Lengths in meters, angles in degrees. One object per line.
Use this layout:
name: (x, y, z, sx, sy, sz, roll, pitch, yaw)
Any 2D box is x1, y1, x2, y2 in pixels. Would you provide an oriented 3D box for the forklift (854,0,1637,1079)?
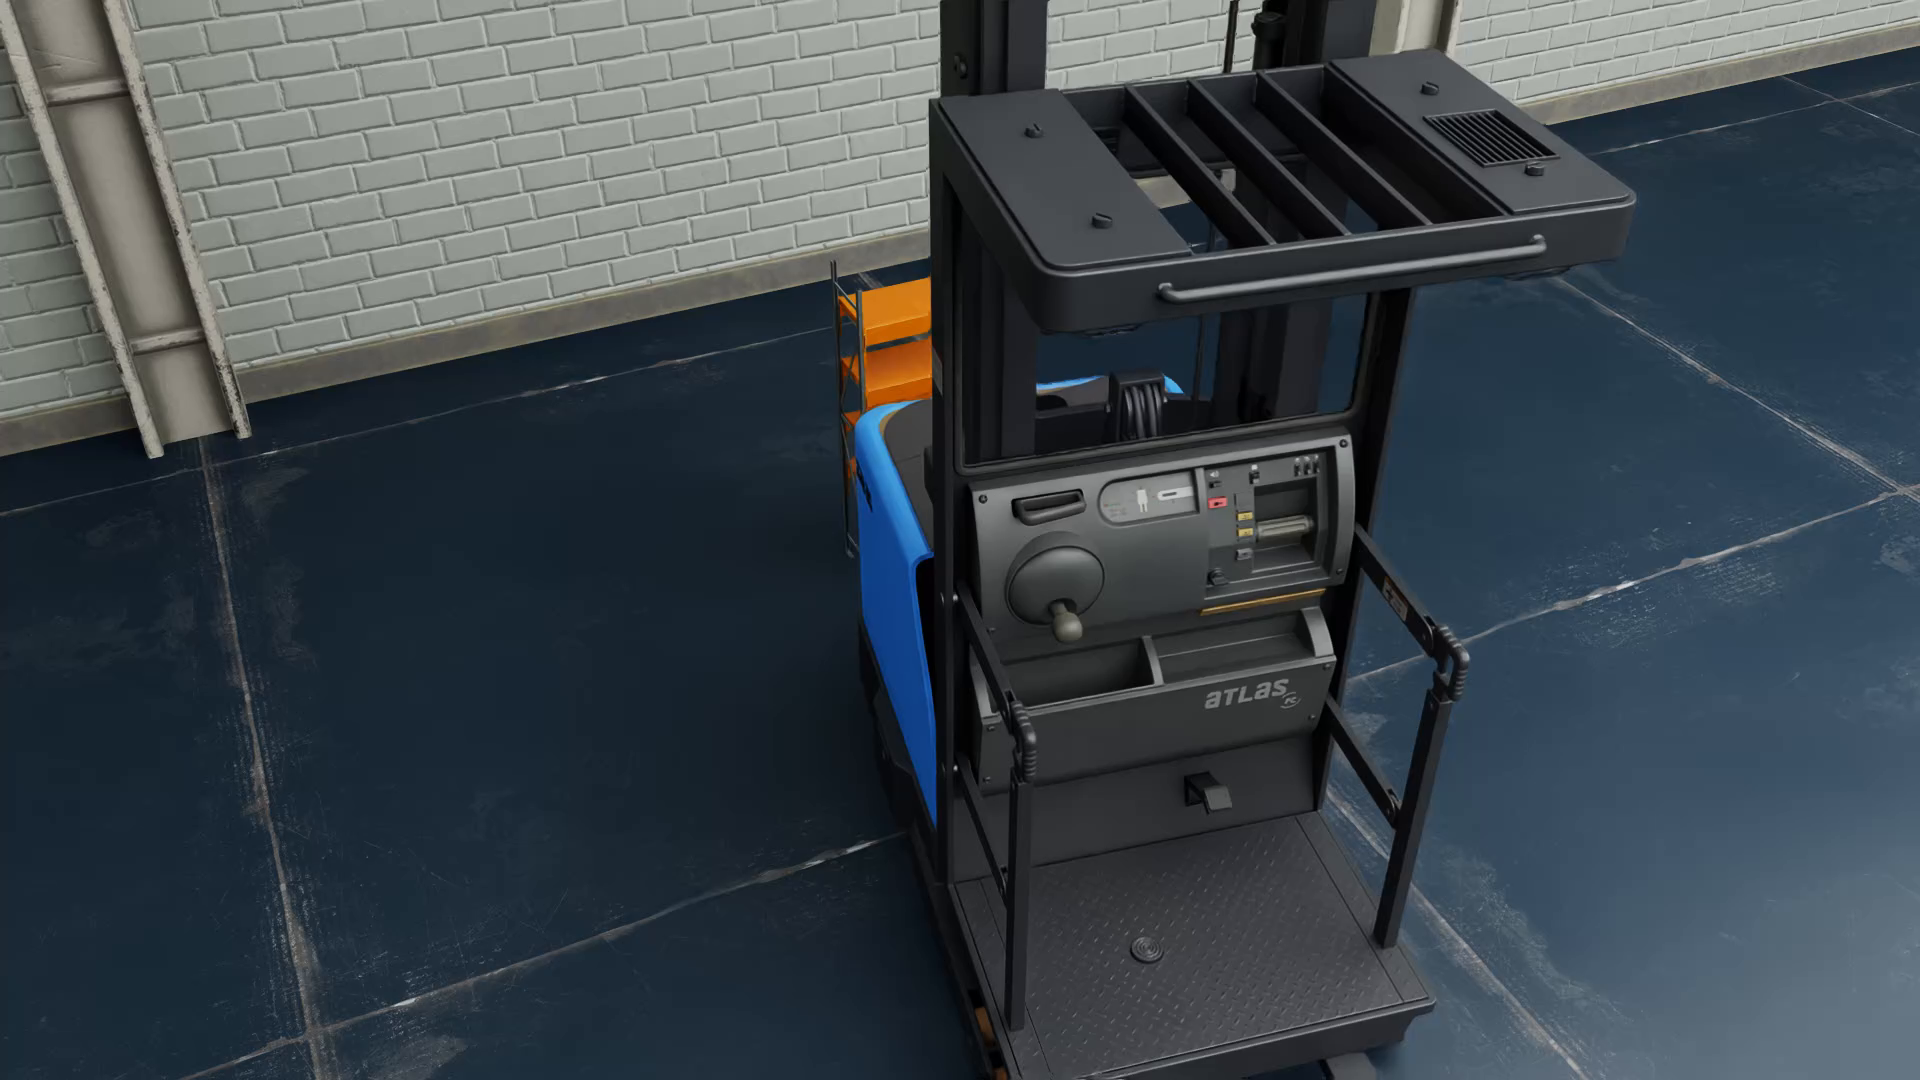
forklift: (0.541, 0.061, 3.708, 1.130, 2.935, 3.031, -9, 38, -12)

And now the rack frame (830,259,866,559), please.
rack frame: (-0.371, -0.378, 5.753, 0.015, 1.200, 0.240, -16, 39, -20)

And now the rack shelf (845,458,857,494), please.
rack shelf: (-0.150, -0.226, 5.994, 0.480, 0.148, 0.258, -16, 39, -20)

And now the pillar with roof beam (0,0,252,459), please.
pillar with roof beam: (-1.321, -1.752, 1.058, 0.400, 9.000, 9.100, -16, 39, -20)

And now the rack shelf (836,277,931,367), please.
rack shelf: (-0.150, -0.756, 5.602, 0.480, 0.148, 0.258, -16, 39, -20)

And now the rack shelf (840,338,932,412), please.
rack shelf: (-0.150, -0.566, 5.743, 0.480, 0.148, 0.258, -16, 39, -20)

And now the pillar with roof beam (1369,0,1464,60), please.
pillar with roof beam: (4.110, -3.271, 3.106, 0.400, 9.000, 9.100, -16, 39, -20)

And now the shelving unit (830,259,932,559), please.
shelving unit: (-0.150, -0.440, 5.836, 0.503, 1.200, 0.258, -16, 39, -20)

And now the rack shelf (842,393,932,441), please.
rack shelf: (-0.150, -0.386, 5.876, 0.480, 0.148, 0.258, -16, 39, -20)
